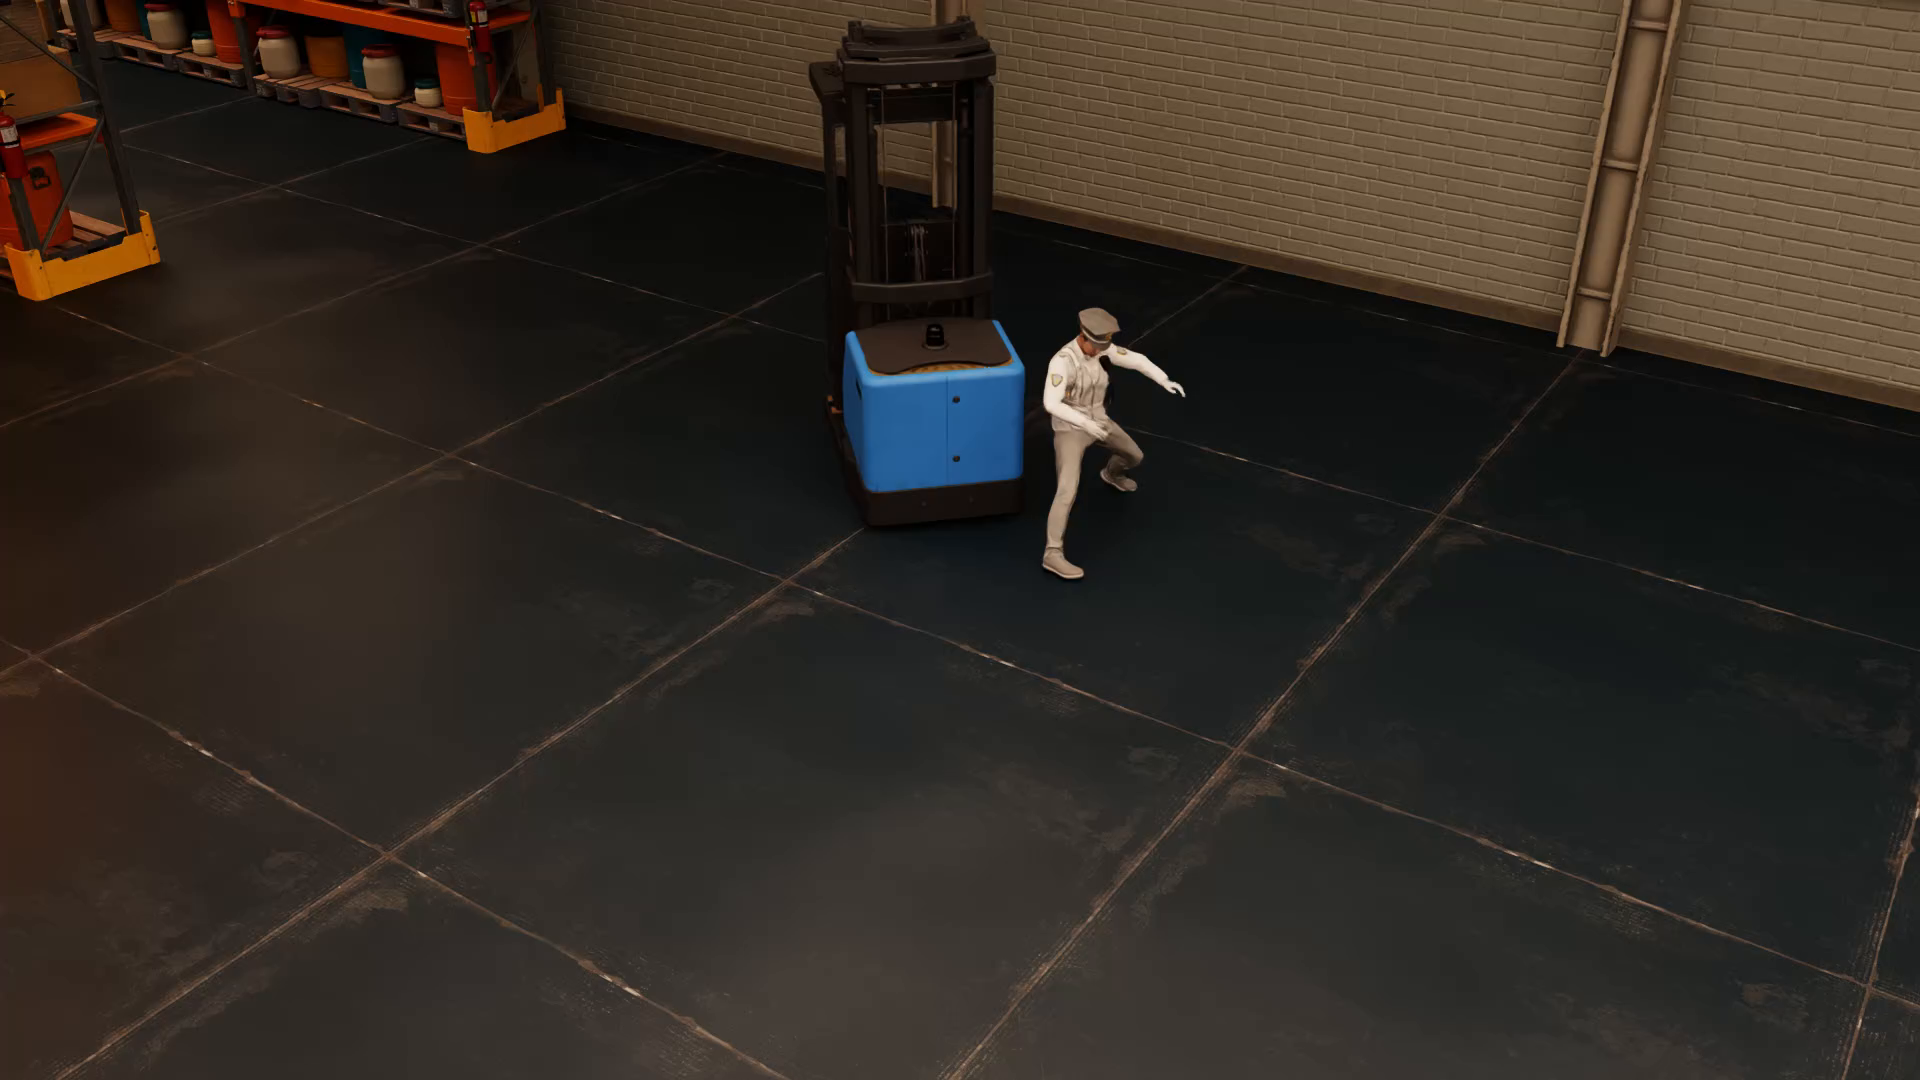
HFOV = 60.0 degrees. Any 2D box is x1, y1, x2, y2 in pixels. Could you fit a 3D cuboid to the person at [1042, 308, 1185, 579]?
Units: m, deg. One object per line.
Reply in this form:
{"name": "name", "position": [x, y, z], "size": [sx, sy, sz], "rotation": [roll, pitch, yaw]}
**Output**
{"name": "person", "position": [0.878, -0.694, 10.245], "size": [1.209, 1.489, 0.810], "rotation": [-22, 37, -33]}

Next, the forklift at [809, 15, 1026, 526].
{"name": "forklift", "position": [-0.377, -2.081, 11.164], "size": [1.130, 2.935, 3.031], "rotation": [-6, 31, -10]}
